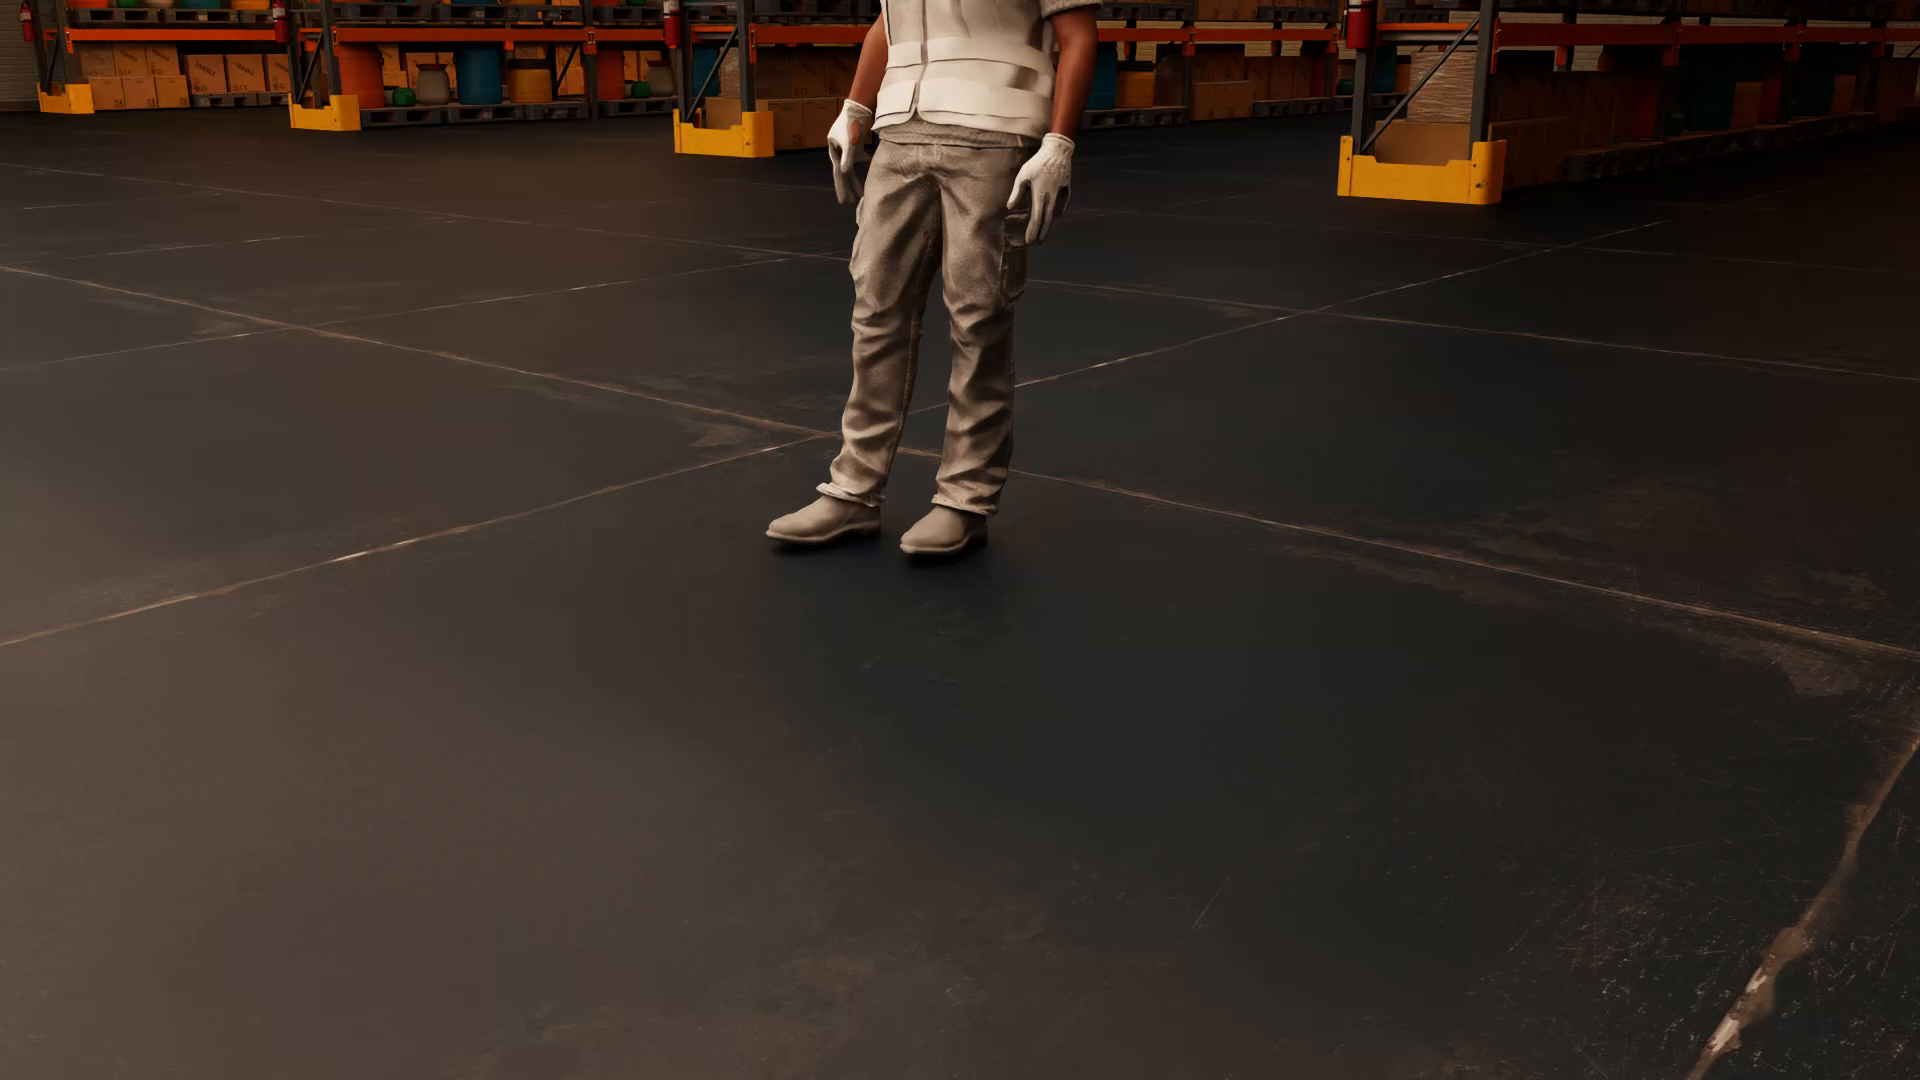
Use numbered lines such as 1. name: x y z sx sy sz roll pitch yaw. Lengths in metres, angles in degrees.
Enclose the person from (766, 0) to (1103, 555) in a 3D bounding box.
1. person: -0.052 -0.846 3.633 0.656 1.782 0.577 13 21 37
